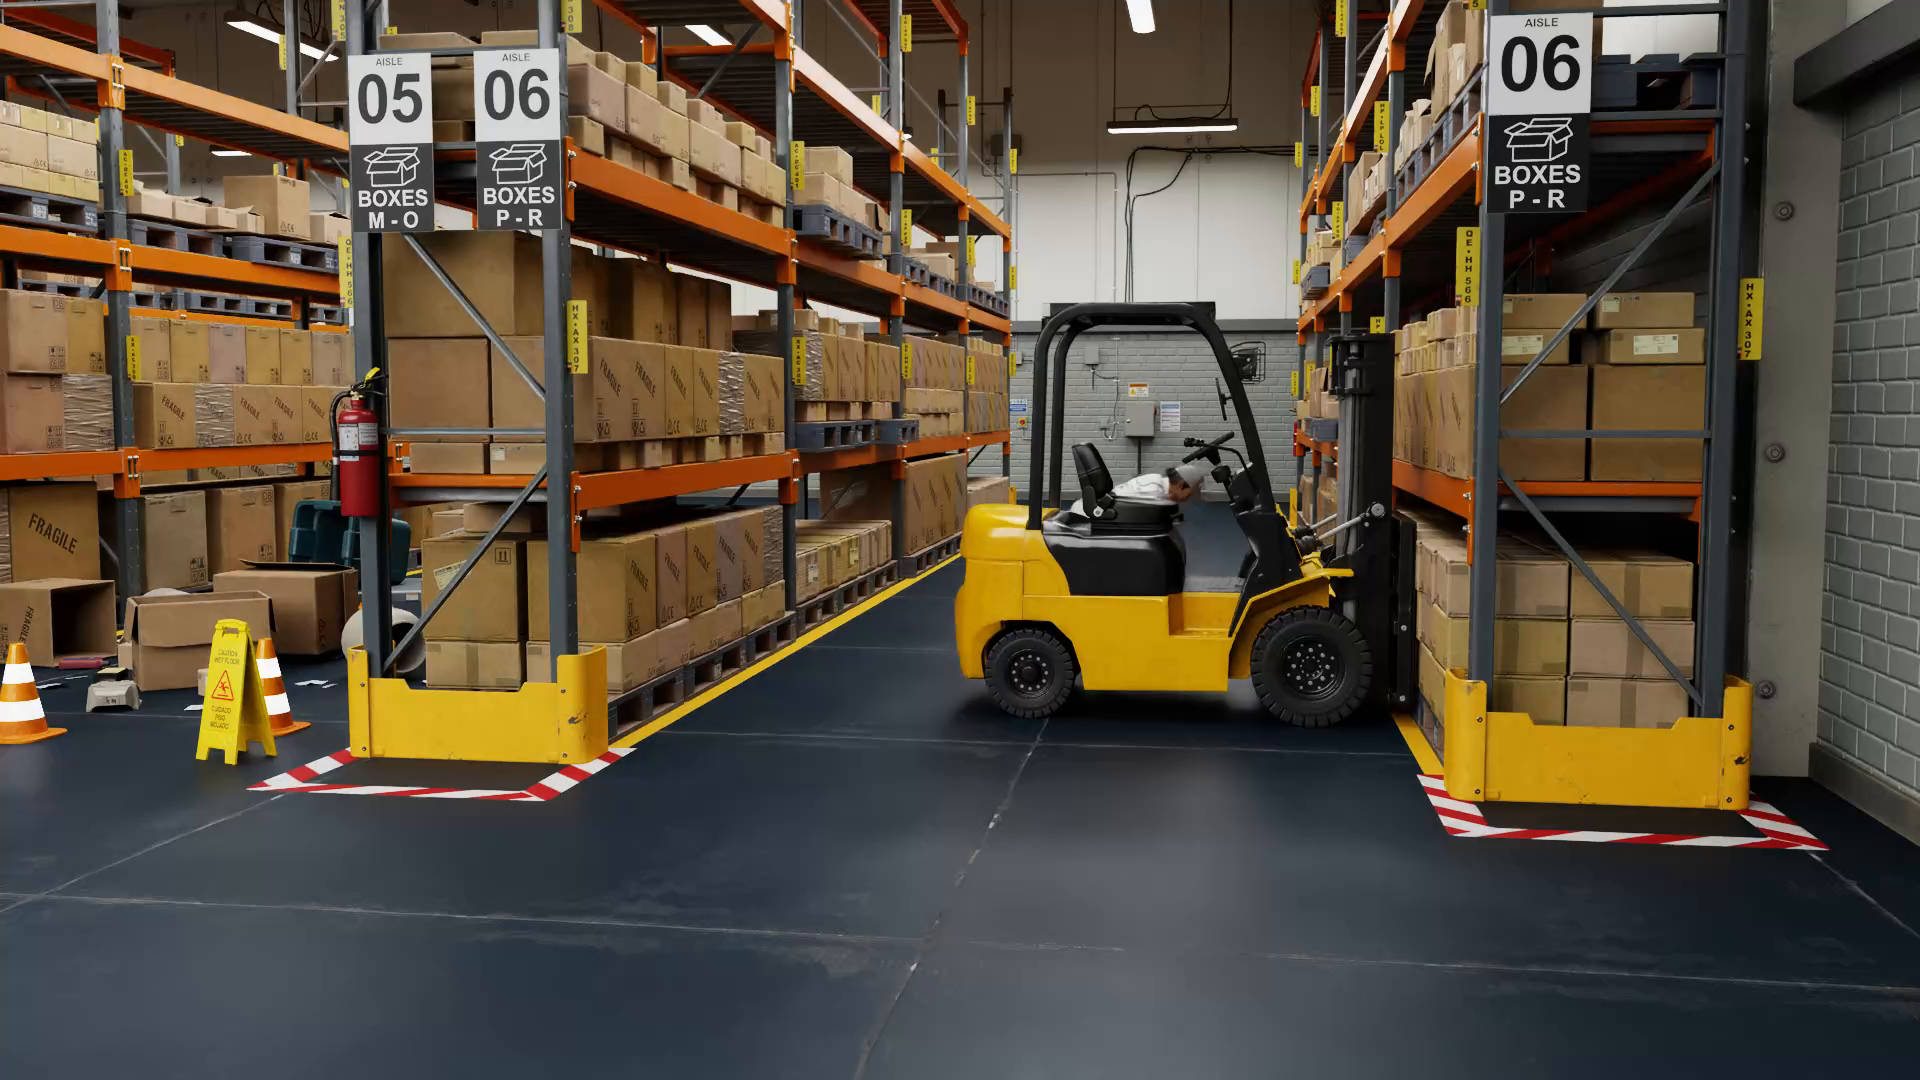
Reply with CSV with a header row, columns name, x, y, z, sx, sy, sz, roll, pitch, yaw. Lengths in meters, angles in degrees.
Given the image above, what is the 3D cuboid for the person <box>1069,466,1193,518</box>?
name,x,y,z,sx,sy,sz,roll,pitch,yaw
person,1.094,0.154,10.665,0.874,1.242,0.462,1,5,7
